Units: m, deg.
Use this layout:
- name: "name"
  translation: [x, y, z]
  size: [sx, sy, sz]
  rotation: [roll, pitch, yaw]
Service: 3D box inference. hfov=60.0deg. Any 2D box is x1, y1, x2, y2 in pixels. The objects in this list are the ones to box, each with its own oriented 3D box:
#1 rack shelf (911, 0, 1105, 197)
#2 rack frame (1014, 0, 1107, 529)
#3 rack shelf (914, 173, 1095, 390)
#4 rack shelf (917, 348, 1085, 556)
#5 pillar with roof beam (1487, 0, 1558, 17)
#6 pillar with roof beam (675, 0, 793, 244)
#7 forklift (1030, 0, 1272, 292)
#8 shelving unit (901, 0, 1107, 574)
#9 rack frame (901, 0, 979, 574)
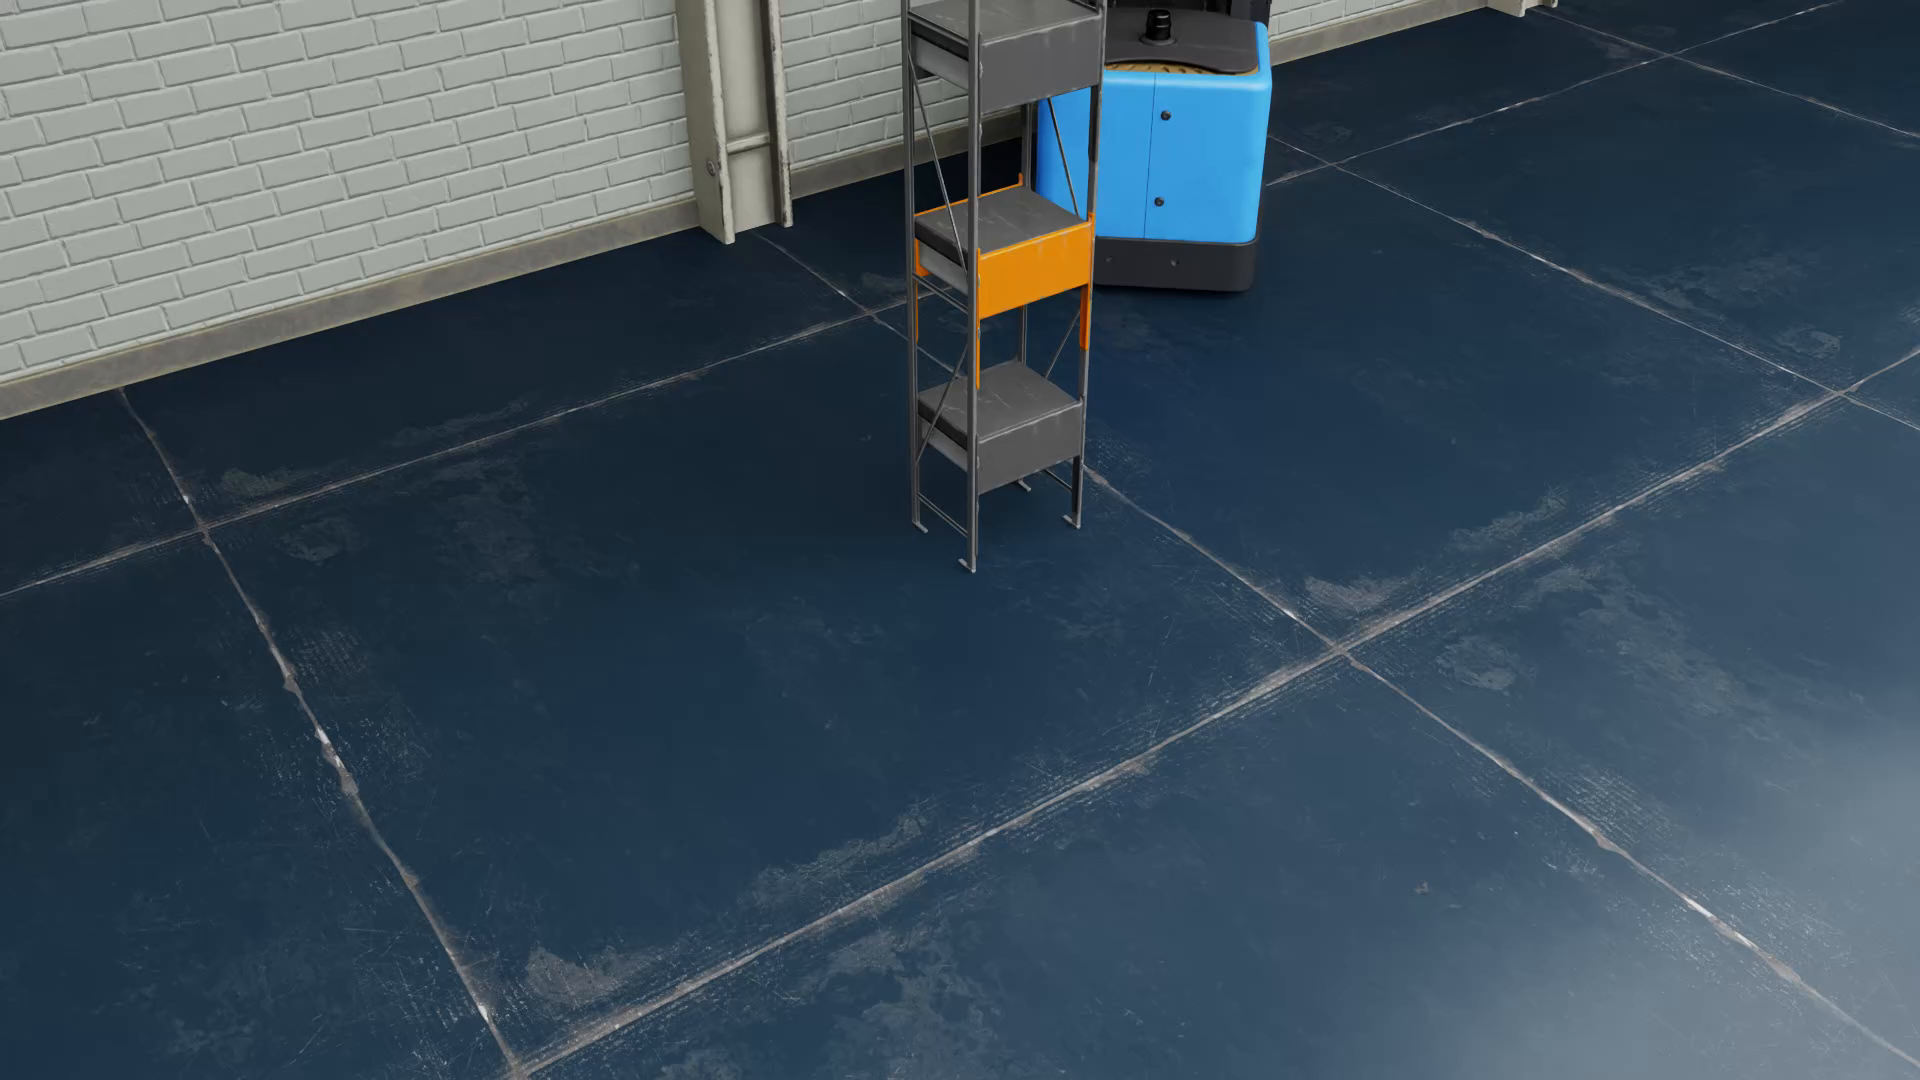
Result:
- name: "rack shelf"
  translation: [0.135, -1.465, 5.314]
  size: [0.480, 0.518, 0.431]
  rotation: [-22, 41, -28]
- name: "rack frame"
  translation: [0.335, -0.990, 5.828]
  size: [0.015, 2.100, 0.400]
  rotation: [-22, 41, -28]
- name: "rack shelf"
  translation: [0.135, -0.897, 5.722]
  size: [0.480, 0.518, 0.431]
  rotation: [-22, 41, -28]
- name: "rack shelf"
  translation: [0.135, -0.329, 6.131]
  size: [0.480, 0.518, 0.431]
  rotation: [-22, 41, -28]
- name: "pillar with roof beam"
  translation: [6.287, -5.231, 5.816]
  size: [0.400, 9.000, 9.100]
  rotation: [-22, 41, -28]
- name: "pillar with roof beam"
  translation: [1.383, -3.213, 3.010]
  size: [0.400, 9.000, 9.100]
  rotation: [-22, 41, -28]
- name: "forklift"
  translation: [1.020, -3.193, 8.179]
  size: [1.130, 2.935, 3.031]
  rotation: [4, 36, 5]
- name: "shelving unit"
  translation: [0.135, -0.908, 5.714]
  size: [0.503, 2.100, 0.431]
  rotation: [-22, 41, -28]
- name: "rack frame"
  translation: [-0.064, -0.826, 5.600]
  size: [0.015, 2.100, 0.400]
  rotation: [-22, 41, -28]
